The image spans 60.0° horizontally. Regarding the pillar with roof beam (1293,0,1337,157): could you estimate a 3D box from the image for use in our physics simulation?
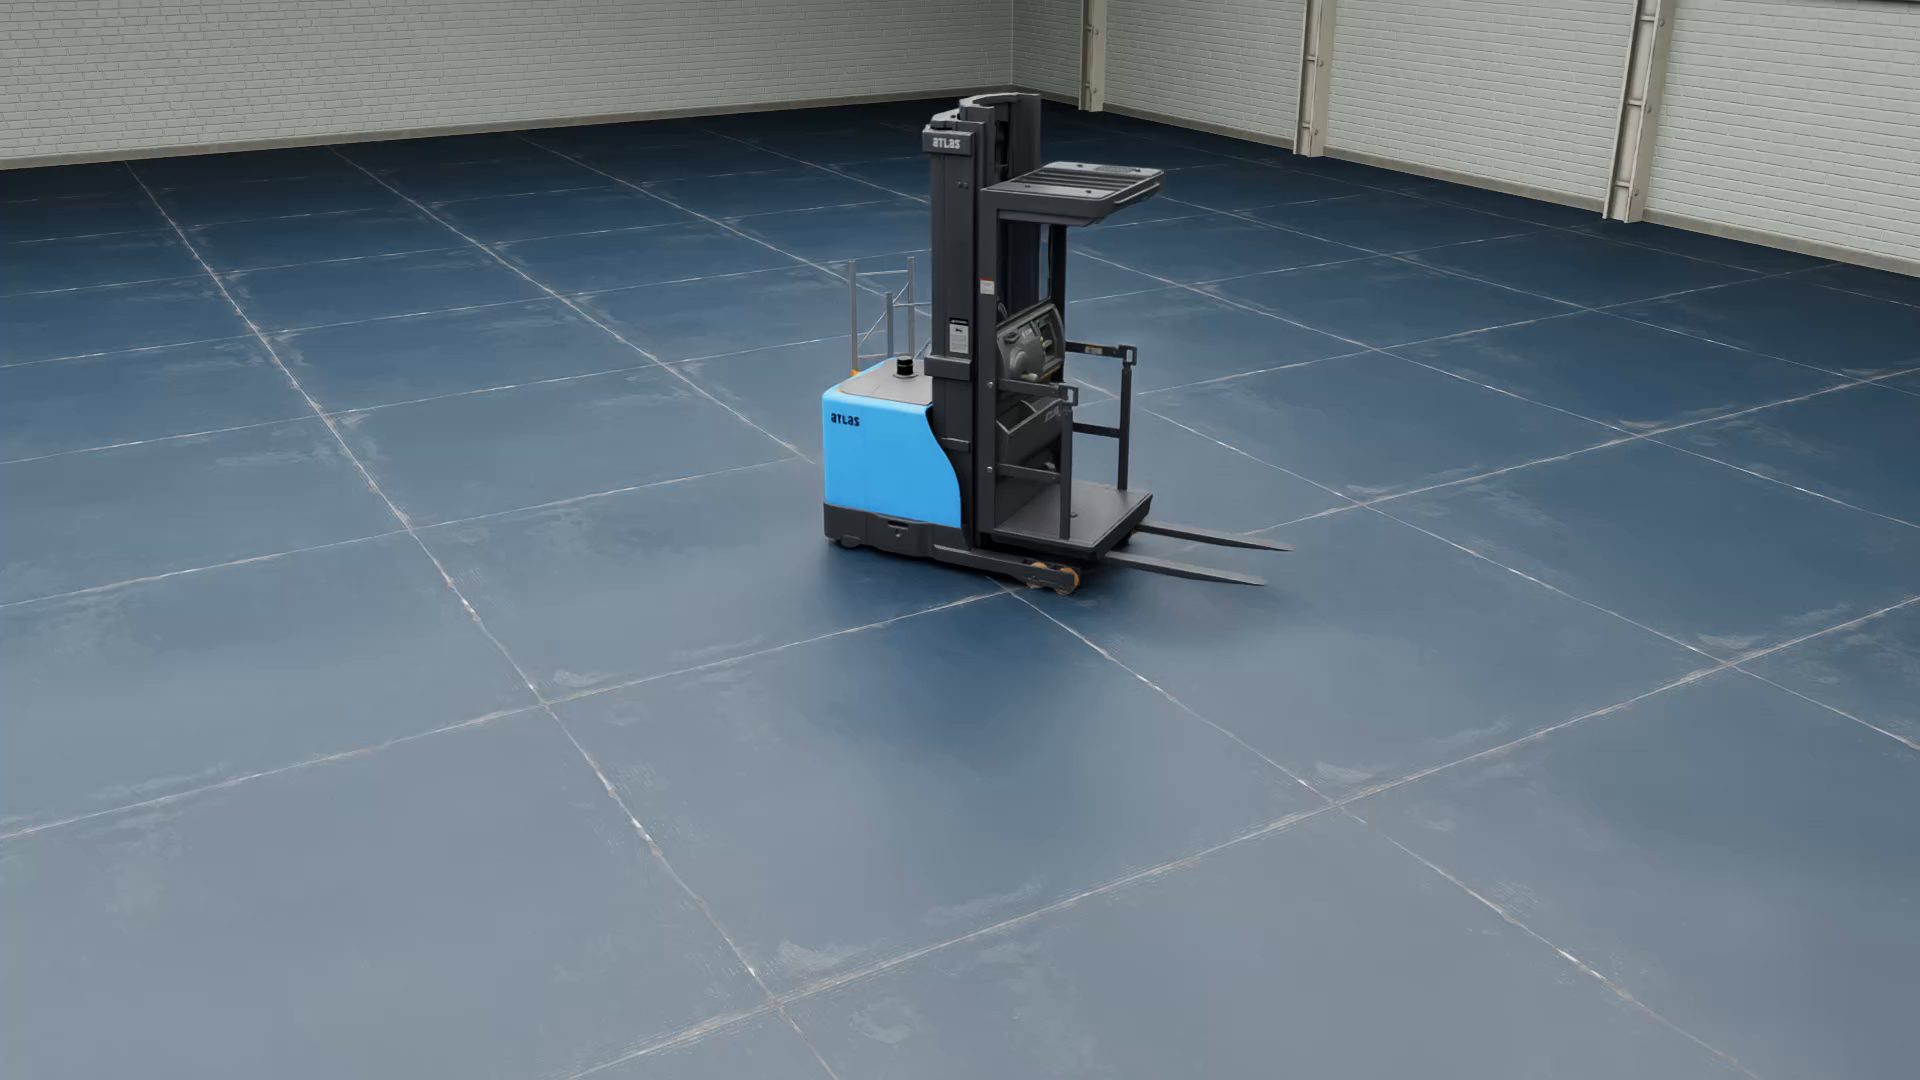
[{"bbox_3d":[1.815,-9.437,22.579,9.100,9.000,0.400,-13,25,-28],"label":"pillar with roof beam"}]

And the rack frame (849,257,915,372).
[{"bbox_3d":[-0.591,-1.420,12.813,0.500,1.500,0.032,-7,23,-17],"label":"rack frame"}]

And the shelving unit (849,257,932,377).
[{"bbox_3d":[-0.431,-1.235,12.357,0.587,1.500,1.083,-7,23,-17],"label":"shelving unit"}]

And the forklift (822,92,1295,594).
[{"bbox_3d":[0.634,-1.244,10.479,3.031,2.935,1.130,11,24,24],"label":"forklift"}]

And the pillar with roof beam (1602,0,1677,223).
[{"bbox_3d":[4.880,-7.495,17.800,9.100,9.000,0.400,-13,25,-28],"label":"pillar with roof beam"}]

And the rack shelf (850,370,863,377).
[{"bbox_3d":[-0.433,-1.071,12.433,0.538,0.185,1.000,-7,23,-17],"label":"rack shelf"}]

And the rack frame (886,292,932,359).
[{"bbox_3d":[-0.276,-1.056,11.917,0.500,1.500,0.032,-7,23,-17],"label":"rack frame"}]

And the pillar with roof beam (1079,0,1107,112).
[{"bbox_3d":[-1.250,-11.379,27.357,9.100,9.000,0.400,-13,25,-28],"label":"pillar with roof beam"}]
